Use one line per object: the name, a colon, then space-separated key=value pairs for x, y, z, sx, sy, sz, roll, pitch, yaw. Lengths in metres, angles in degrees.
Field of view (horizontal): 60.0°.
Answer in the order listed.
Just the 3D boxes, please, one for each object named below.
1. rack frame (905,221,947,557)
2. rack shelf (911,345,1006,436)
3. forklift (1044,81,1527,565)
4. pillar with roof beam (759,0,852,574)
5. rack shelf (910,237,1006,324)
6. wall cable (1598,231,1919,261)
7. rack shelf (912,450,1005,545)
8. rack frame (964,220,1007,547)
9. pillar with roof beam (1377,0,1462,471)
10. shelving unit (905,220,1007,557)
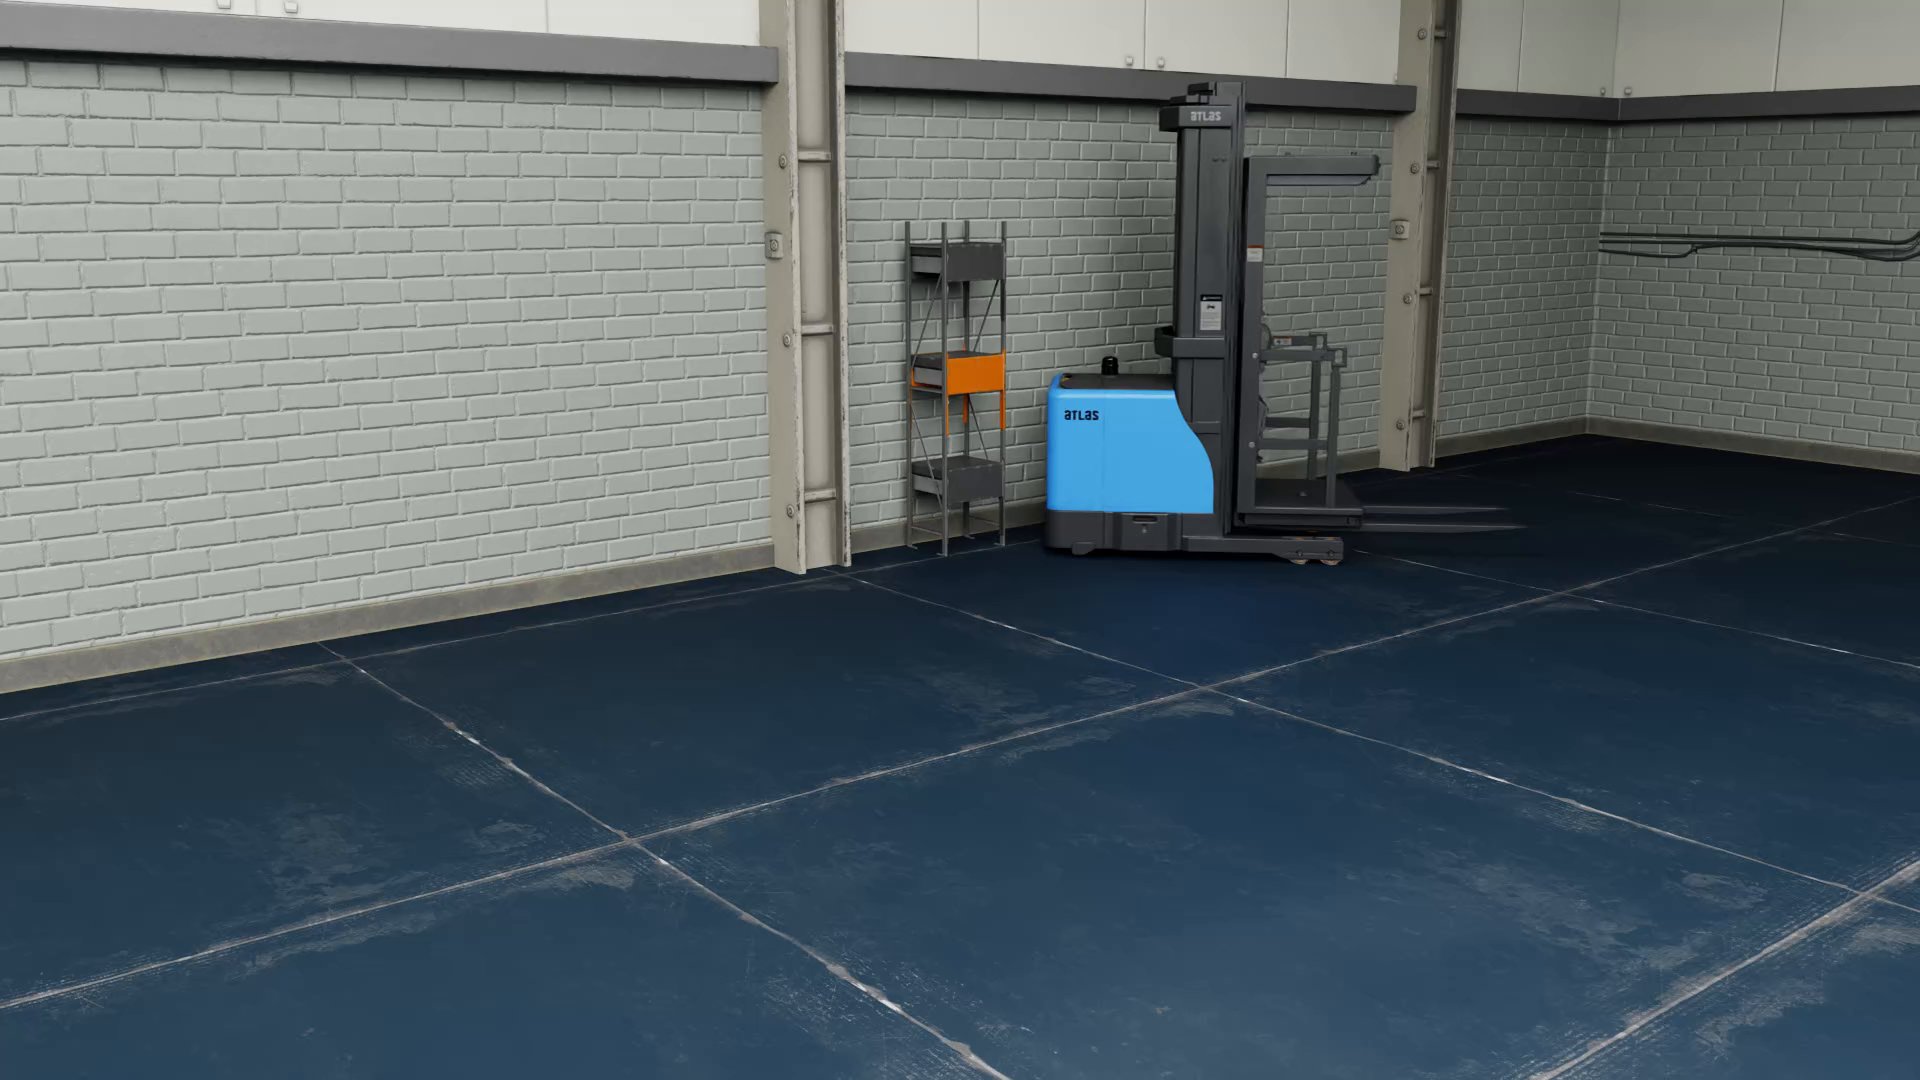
rack frame: x=-0.214 y=-0.950 z=10.550 sx=0.015 sy=2.100 sz=0.400 roll=-10 pitch=15 yaw=-39
rack shelf: x=-0.026 y=-0.970 z=10.705 sx=0.480 sy=0.518 sz=0.431 roll=-10 pitch=15 yaw=-39
forklift: x=2.084 y=-1.394 z=10.635 sx=3.031 sy=2.935 sz=1.130 roll=1 pitch=12 yaw=5
pillar with roof beam: x=1.765 y=-3.544 z=6.156 sx=0.400 sy=9.000 sz=9.100 roll=-9 pitch=15 yaw=-38
rack shelf: x=-0.026 y=-1.654 z=10.560 sx=0.480 sy=0.518 sz=0.431 roll=-10 pitch=15 yaw=-39
wall cable: x=6.888 y=-3.670 z=14.224 sx=0.112 sy=2.526 sz=3.097 roll=-9 pitch=15 yaw=-38
rack shelf: x=-0.026 y=-0.285 z=10.850 sx=0.480 sy=0.518 sz=0.431 roll=-10 pitch=15 yaw=-39
rack frame: x=0.162 y=-1.015 z=10.855 sx=0.015 sy=2.100 sz=0.400 roll=-10 pitch=15 yaw=-39
pillar with roof beam: x=6.451 y=-4.323 z=9.823 sx=0.400 sy=9.000 sz=9.100 roll=-9 pitch=15 yaw=-38
shelving unit: x=-0.026 y=-0.983 z=10.702 sx=0.503 sy=2.100 sz=0.431 roll=-10 pitch=15 yaw=-39
